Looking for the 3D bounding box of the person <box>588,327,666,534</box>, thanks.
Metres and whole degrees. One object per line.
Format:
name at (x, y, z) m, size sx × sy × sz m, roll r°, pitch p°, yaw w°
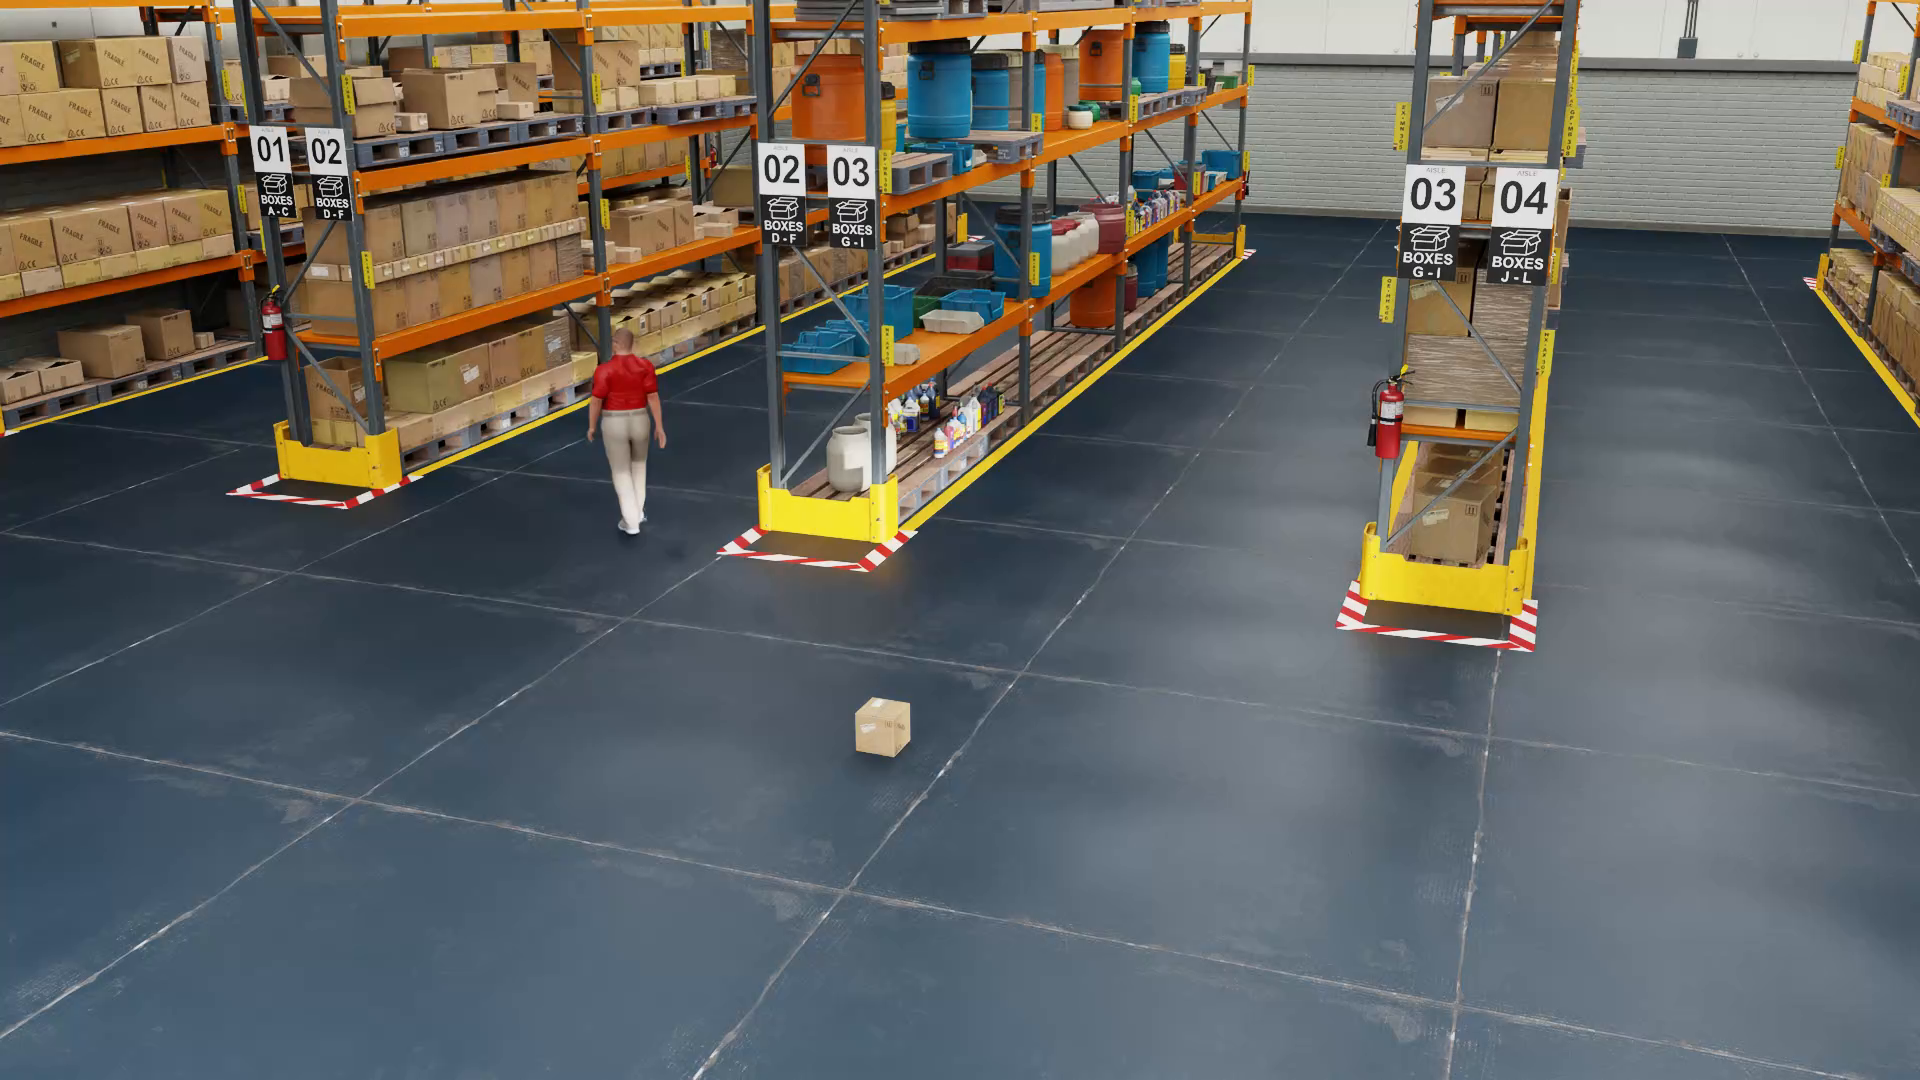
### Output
person at (-2.805, -0.903, 13.863) m, size 0.579 × 1.792 × 0.681 m, roll -11°, pitch 21°, yaw -30°
